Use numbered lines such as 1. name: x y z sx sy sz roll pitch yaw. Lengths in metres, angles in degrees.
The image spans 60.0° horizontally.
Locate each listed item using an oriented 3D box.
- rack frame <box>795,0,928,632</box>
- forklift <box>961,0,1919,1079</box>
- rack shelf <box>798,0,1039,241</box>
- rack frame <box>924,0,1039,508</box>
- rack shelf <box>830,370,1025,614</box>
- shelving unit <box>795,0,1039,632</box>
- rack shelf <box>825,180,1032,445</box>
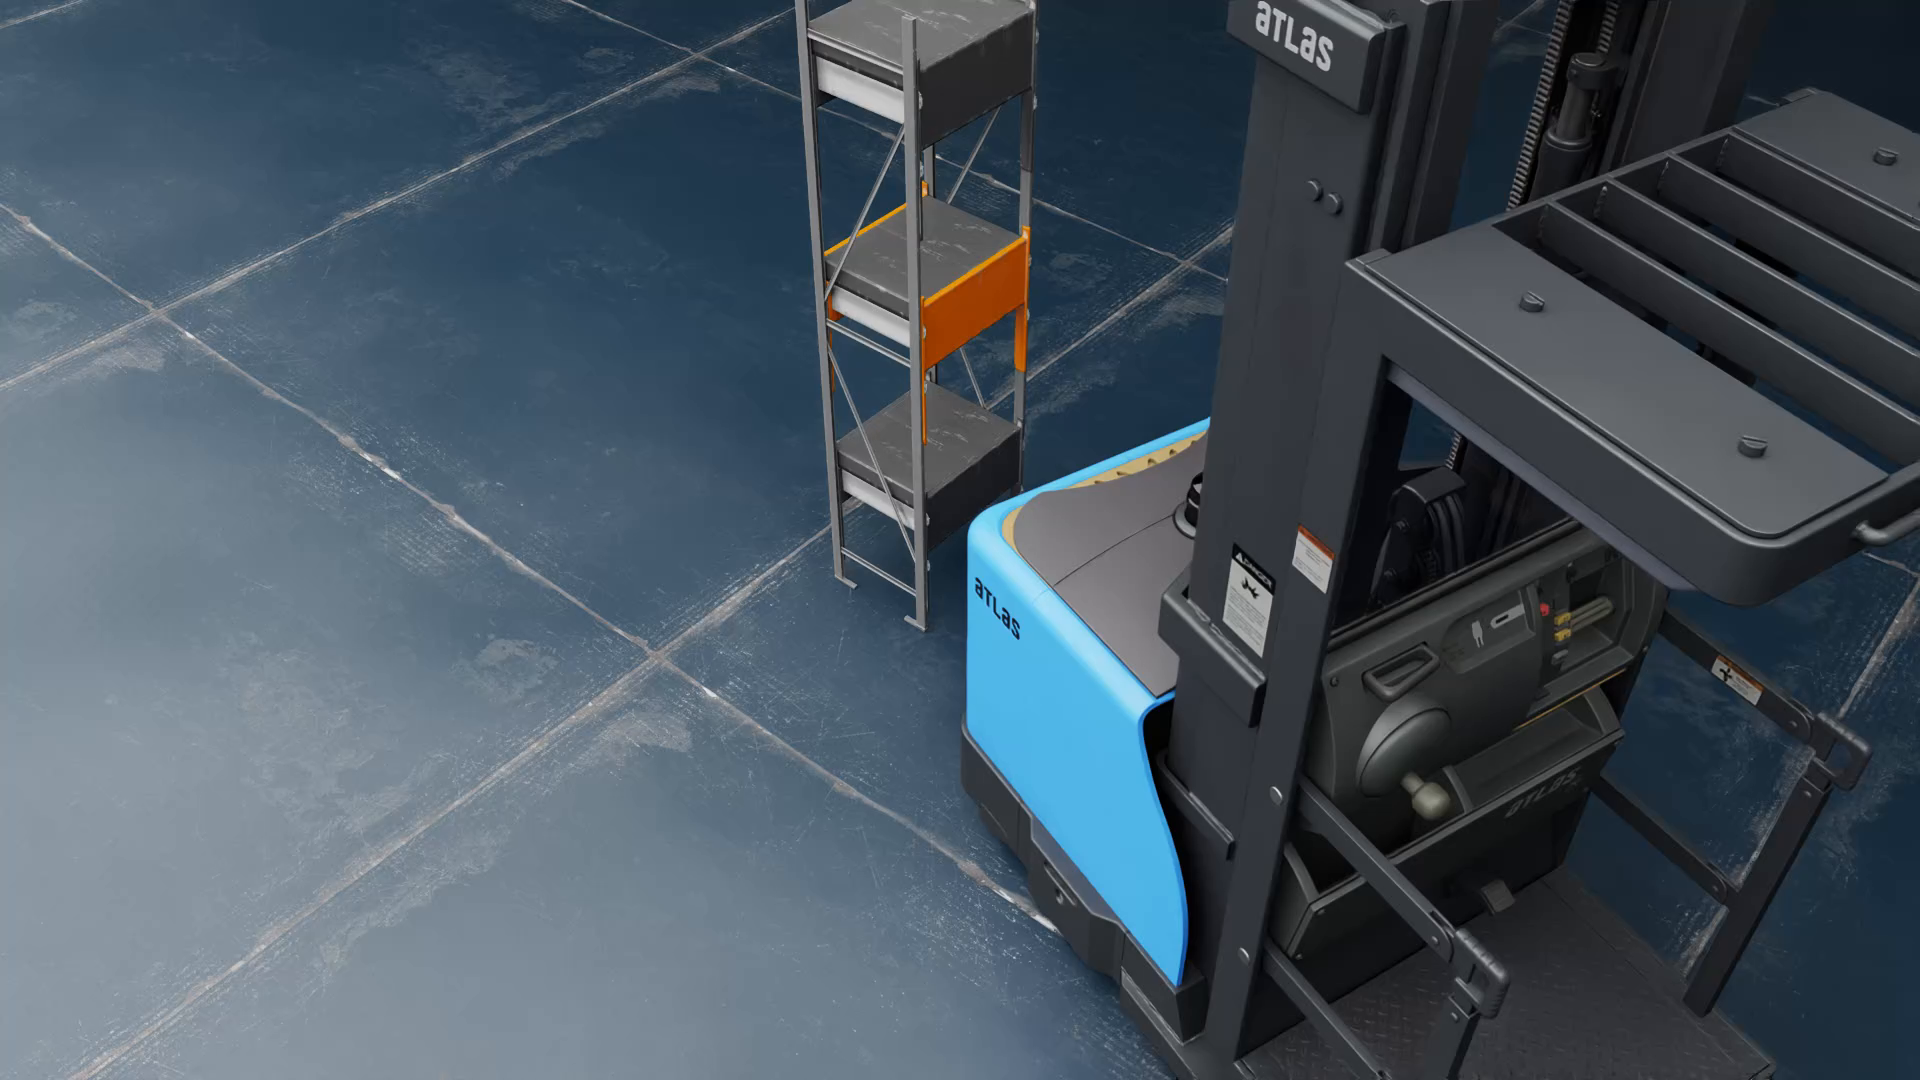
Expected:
1. rack frame: -0.264 -0.566 4.812 0.400 2.100 0.015 29 50 28
2. forklift: 1.203 0.324 3.215 1.130 2.935 3.031 -22 47 -23
3. rack shelf: -0.107 -1.199 4.488 0.431 0.518 0.480 29 50 28
4. rack frame: 0.050 -0.817 5.088 0.400 2.100 0.015 29 50 28
5. rack shelf: -0.107 -0.164 5.430 0.431 0.518 0.480 29 50 28
6. shelving unit: -0.107 -0.692 4.950 0.431 2.100 0.503 29 50 28
7. rack shelf: -0.107 -0.682 4.959 0.431 0.518 0.480 29 50 28
